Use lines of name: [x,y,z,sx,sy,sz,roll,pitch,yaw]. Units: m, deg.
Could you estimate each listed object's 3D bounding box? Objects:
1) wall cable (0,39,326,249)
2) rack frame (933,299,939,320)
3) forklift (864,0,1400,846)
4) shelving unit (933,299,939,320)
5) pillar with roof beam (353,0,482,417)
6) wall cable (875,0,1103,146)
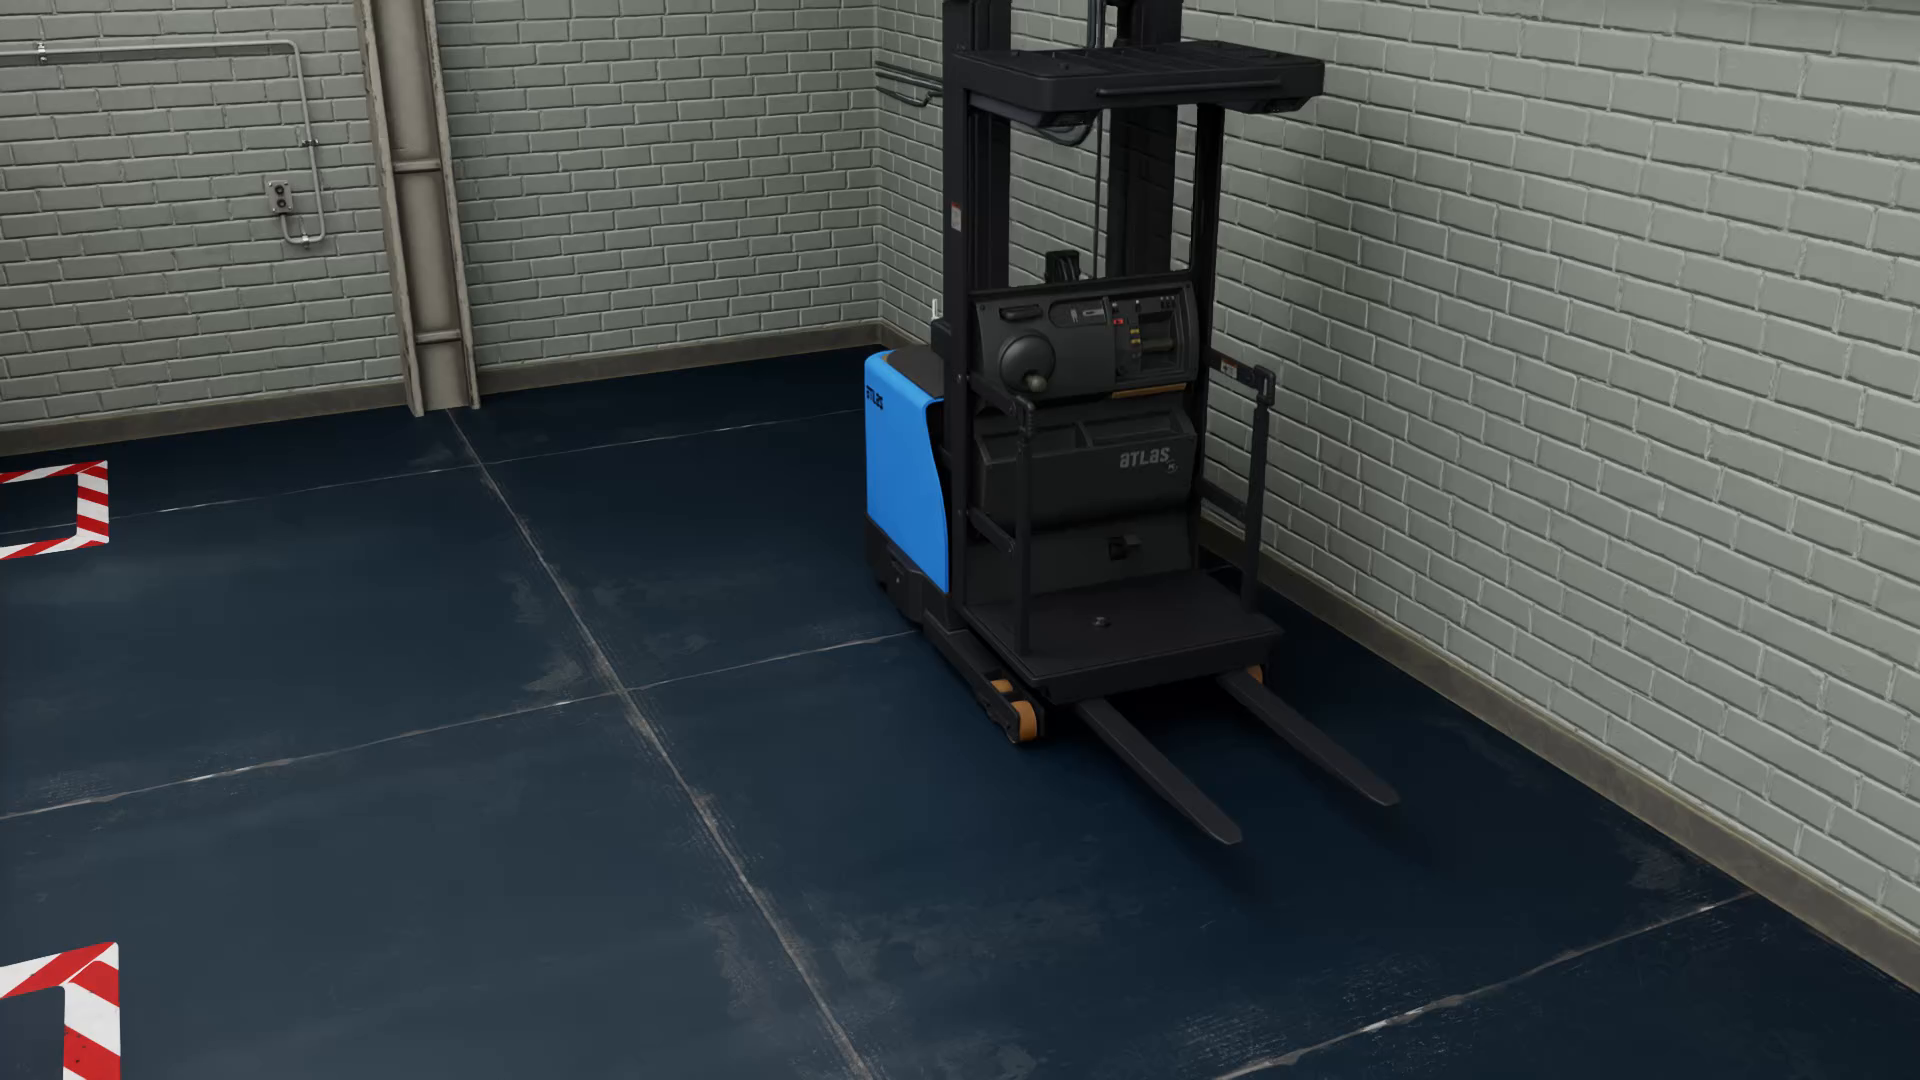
wall cable: [-4.496,-2.477,8.984,1.851,1.984,0.084,-10,25,-24]
rack frame: [-0.072,-0.543,7.992,0.015,1.200,0.240,-10,25,-23]
forklift: [0.585,-0.758,6.250,1.130,2.935,3.031,-9,24,-21]
shelving unit: [0.148,-0.582,8.088,0.503,1.200,0.258,-10,25,-23]
pillar with roof beam: [-1.315,-3.504,4.948,0.400,9.000,9.100,-10,25,-24]
wall cable: [0.012,-3.622,9.293,0.112,2.526,3.097,-10,25,-24]
